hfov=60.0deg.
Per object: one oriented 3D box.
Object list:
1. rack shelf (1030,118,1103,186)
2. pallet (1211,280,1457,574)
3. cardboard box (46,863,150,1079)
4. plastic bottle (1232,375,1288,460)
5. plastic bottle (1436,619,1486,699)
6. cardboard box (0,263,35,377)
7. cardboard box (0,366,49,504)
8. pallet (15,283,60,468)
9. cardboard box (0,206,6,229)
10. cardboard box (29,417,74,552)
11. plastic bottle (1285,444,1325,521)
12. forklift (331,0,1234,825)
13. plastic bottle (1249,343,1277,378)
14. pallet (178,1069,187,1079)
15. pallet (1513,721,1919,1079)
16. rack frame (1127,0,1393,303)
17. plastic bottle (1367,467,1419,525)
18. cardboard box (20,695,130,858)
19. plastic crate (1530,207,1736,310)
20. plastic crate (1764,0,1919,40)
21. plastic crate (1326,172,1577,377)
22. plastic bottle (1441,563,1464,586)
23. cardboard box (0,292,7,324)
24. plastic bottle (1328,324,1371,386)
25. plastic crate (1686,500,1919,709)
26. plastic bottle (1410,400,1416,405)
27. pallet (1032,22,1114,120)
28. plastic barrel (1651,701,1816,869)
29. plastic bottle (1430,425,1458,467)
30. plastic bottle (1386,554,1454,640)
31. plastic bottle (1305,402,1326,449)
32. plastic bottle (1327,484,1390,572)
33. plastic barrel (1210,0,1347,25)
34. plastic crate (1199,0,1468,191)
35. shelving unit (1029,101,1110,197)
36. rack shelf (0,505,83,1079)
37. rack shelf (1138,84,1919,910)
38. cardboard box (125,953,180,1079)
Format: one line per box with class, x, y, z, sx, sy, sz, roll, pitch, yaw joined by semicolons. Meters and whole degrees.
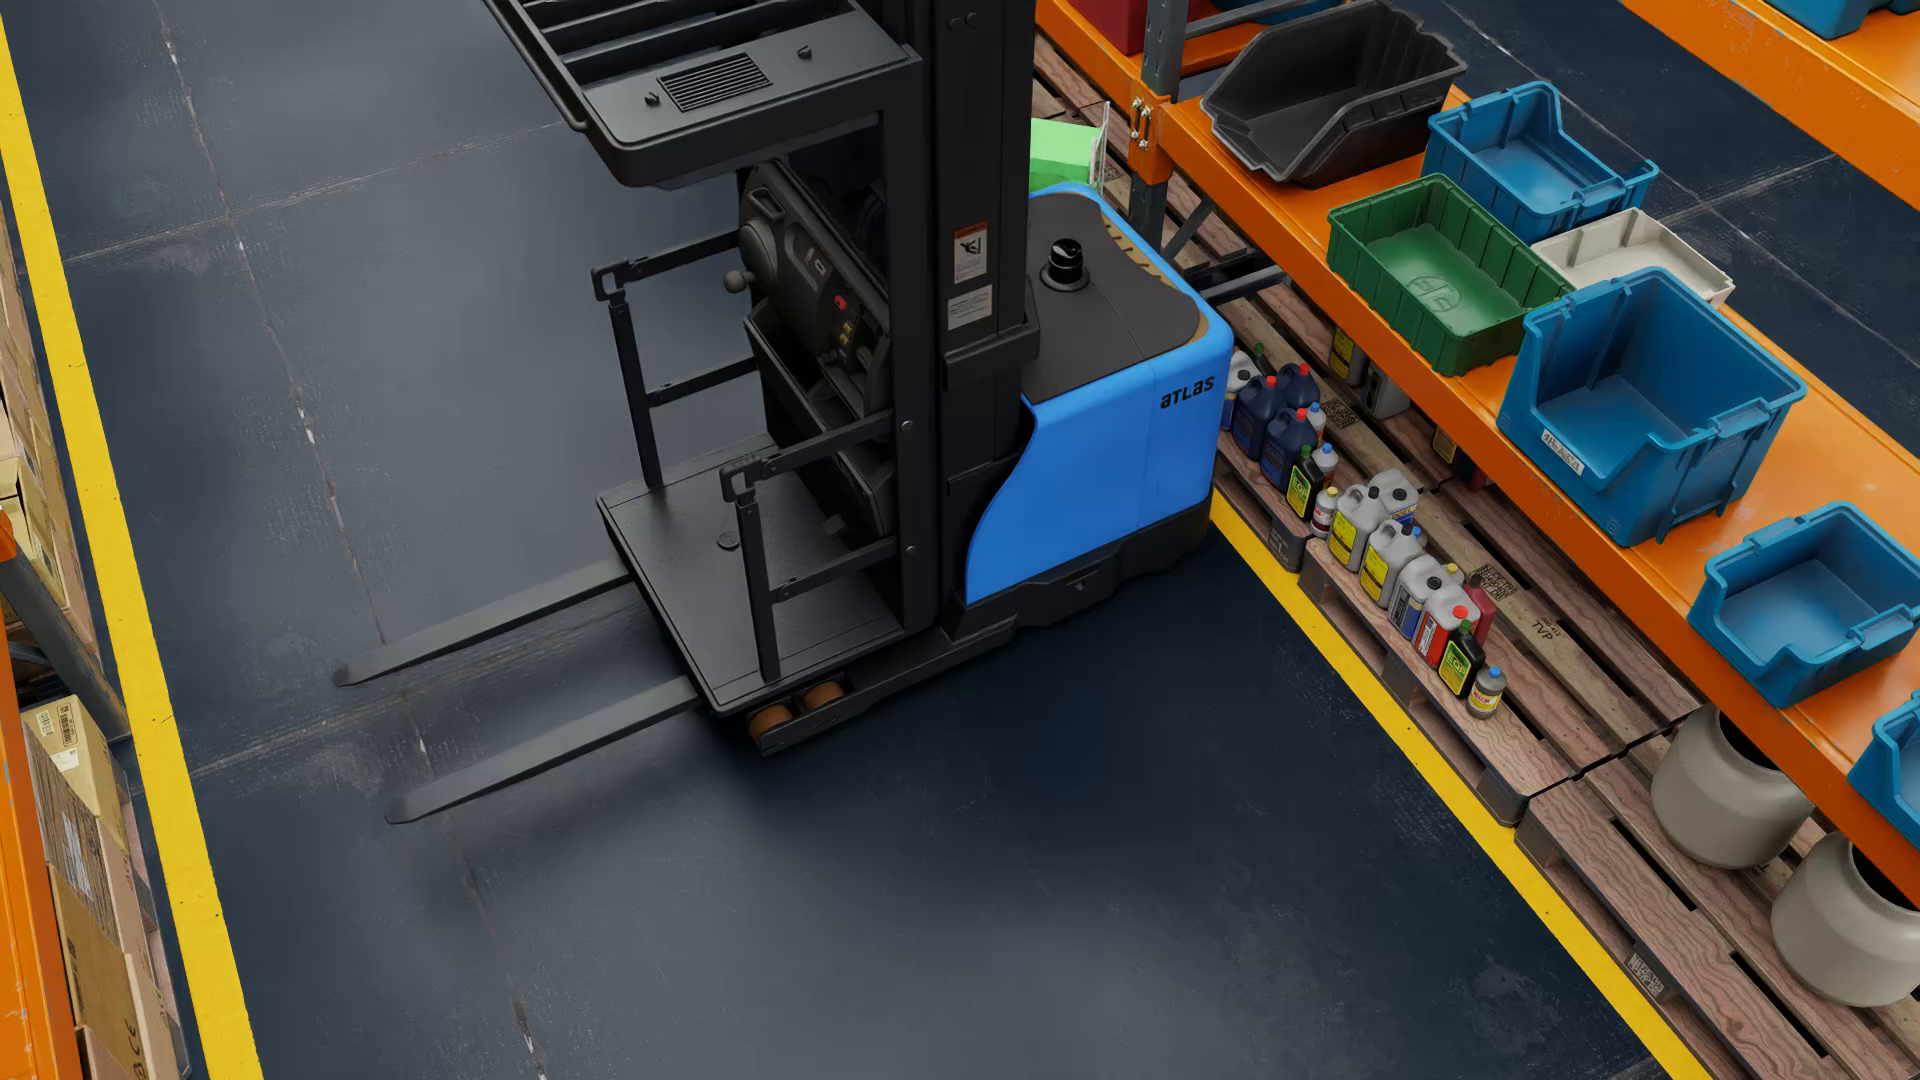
rack shelf;0.271;-1.436;6.156;0.480;0.148;0.258;12;50;10
pallet;1.384;-0.510;6.556;1.003;0.211;1.213;-21;52;-18
cardboard box;-2.435;1.239;4.223;0.500;0.500;0.500;-21;52;-18
plastic bottle;1.114;-0.481;6.146;0.144;0.351;0.185;-20;52;-17
plastic bottle;1.645;0.385;5.433;0.061;0.283;0.133;-20;52;-17
cardboard box;-3.960;-0.805;6.509;0.500;0.250;0.500;-20;52;-17
cardboard box;-3.484;-0.305;5.699;0.500;0.311;0.500;-22;52;-18
pallet;-4.226;-0.567;6.606;1.003;0.211;1.213;-21;52;-18
cardboard box;-4.426;-1.486;7.105;0.500;0.250;0.500;-22;52;-18
cardboard box;-3.489;-0.119;5.909;0.500;0.250;0.500;-20;52;-17
plastic bottle;1.239;-0.208;5.951;0.061;0.283;0.133;-19;52;-16
forklift;-0.622;-0.708;4.922;3.031;2.935;1.130;-23;53;-19
plastic bottle;1.137;-0.608;6.301;0.061;0.283;0.133;-21;52;-18
pallet;-2.403;2.094;4.278;1.003;0.211;1.213;-21;52;-18
pallet;2.501;1.123;5.127;1.003;0.211;1.213;-21;52;-18
rack frame;1.114;-1.892;5.912;1.000;3.000;0.127;-21;52;-18
plastic bottle;1.516;-0.114;5.874;0.152;0.276;0.135;-21;52;-18
cardboard box;-2.885;0.814;5.093;0.500;0.250;0.500;-21;52;-18
plastic crate;2.082;-0.805;5.137;0.530;0.136;0.437;-21;52;-18
plastic crate;1.804;-1.369;3.473;0.392;0.384;0.575;-21;52;-18
plastic crate;1.484;-0.816;5.112;0.450;0.188;0.662;-21;52;-18
plastic bottle;1.662;0.157;5.686;0.097;0.201;0.097;0;49;0
cardboard box;-3.964;-0.997;6.304;0.500;0.311;0.500;-20;52;-17
plastic bottle;1.537;-0.783;6.410;0.144;0.351;0.185;-21;52;-18
plastic crate;2.157;0.166;4.211;0.499;0.251;0.408;-21;52;-18
plastic bottle;1.753;-0.704;6.341;0.144;0.351;0.185;-24;53;-19
pallet;0.158;-2.304;8.124;1.003;0.211;1.213;-21;52;-18
plastic barrel;2.346;0.717;5.004;0.421;0.512;0.421;0;49;0
plastic bottle;1.821;-0.413;6.131;0.061;0.283;0.133;-21;52;-18
plastic bottle;1.560;0.188;5.610;0.152;0.276;0.135;-23;53;-19
plastic bottle;1.288;-0.400;6.127;0.097;0.271;0.097;0;49;0
plastic bottle;1.395;-0.070;5.786;0.144;0.351;0.185;-22;52;-18
plastic barrel;1.207;-2.420;6.040;0.600;0.901;0.708;-21;52;-18
plastic crate;1.241;-1.477;5.590;0.767;0.338;0.504;-21;52;-18
shelving unit;0.271;-1.163;6.470;0.503;1.200;0.258;12;50;10
rack shelf;-2.377;1.387;3.522;1.077;0.370;4.000;-21;52;-18
rack shelf;2.029;-0.316;5.012;1.077;0.370;4.000;-21;52;-18
cardboard box;-2.424;1.482;4.509;0.500;0.250;0.500;-21;52;-18
